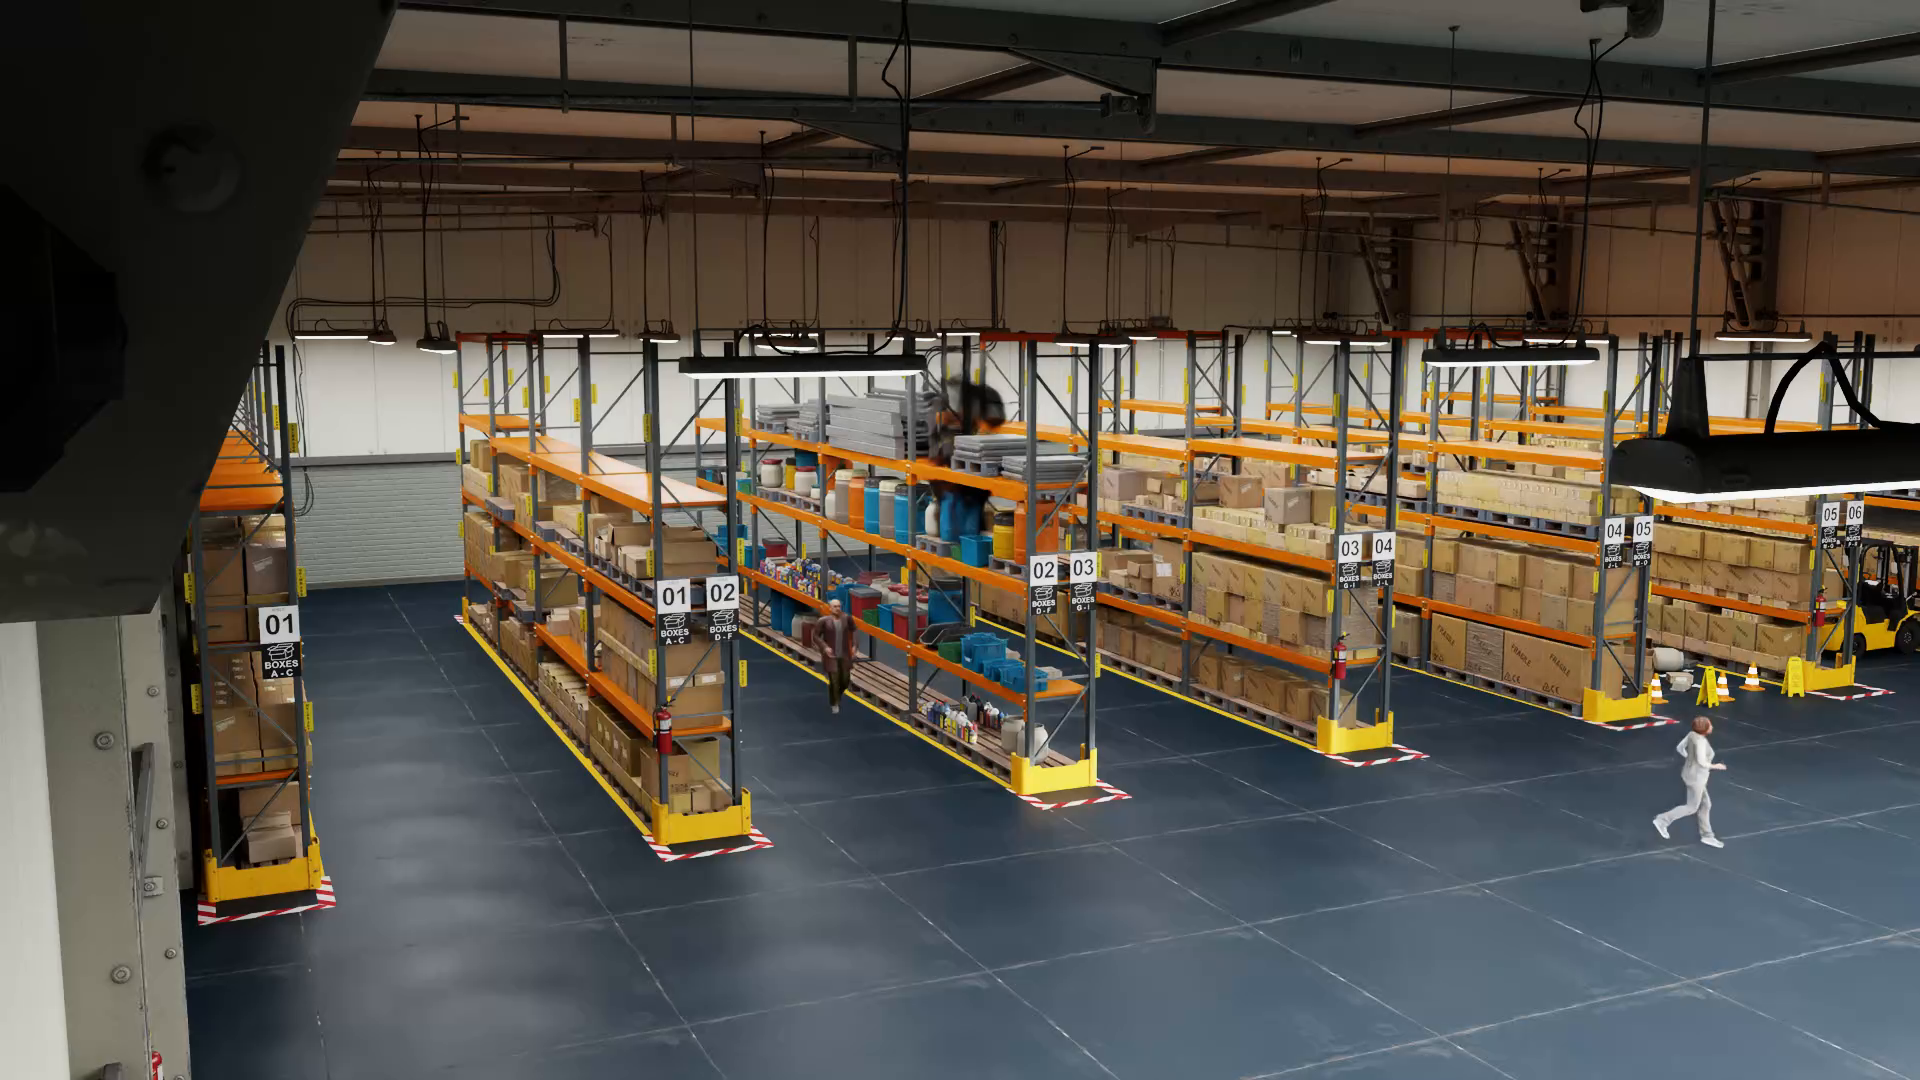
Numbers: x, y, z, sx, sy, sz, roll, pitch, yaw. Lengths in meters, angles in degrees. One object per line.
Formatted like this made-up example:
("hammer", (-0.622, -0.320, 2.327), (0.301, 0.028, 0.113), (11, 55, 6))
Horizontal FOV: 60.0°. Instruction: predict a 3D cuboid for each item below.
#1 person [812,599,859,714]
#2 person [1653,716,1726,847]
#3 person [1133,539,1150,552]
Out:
("person", (-1.882, 1.767, 25.402), (0.746, 1.749, 0.600), (-3, 8, -22))
("person", (8.732, 2.882, 19.881), (0.860, 1.598, 0.550), (1, 8, 9))
("person", (4.661, -0.244, 42.370), (0.611, 1.752, 0.645), (-4, 8, -25))
